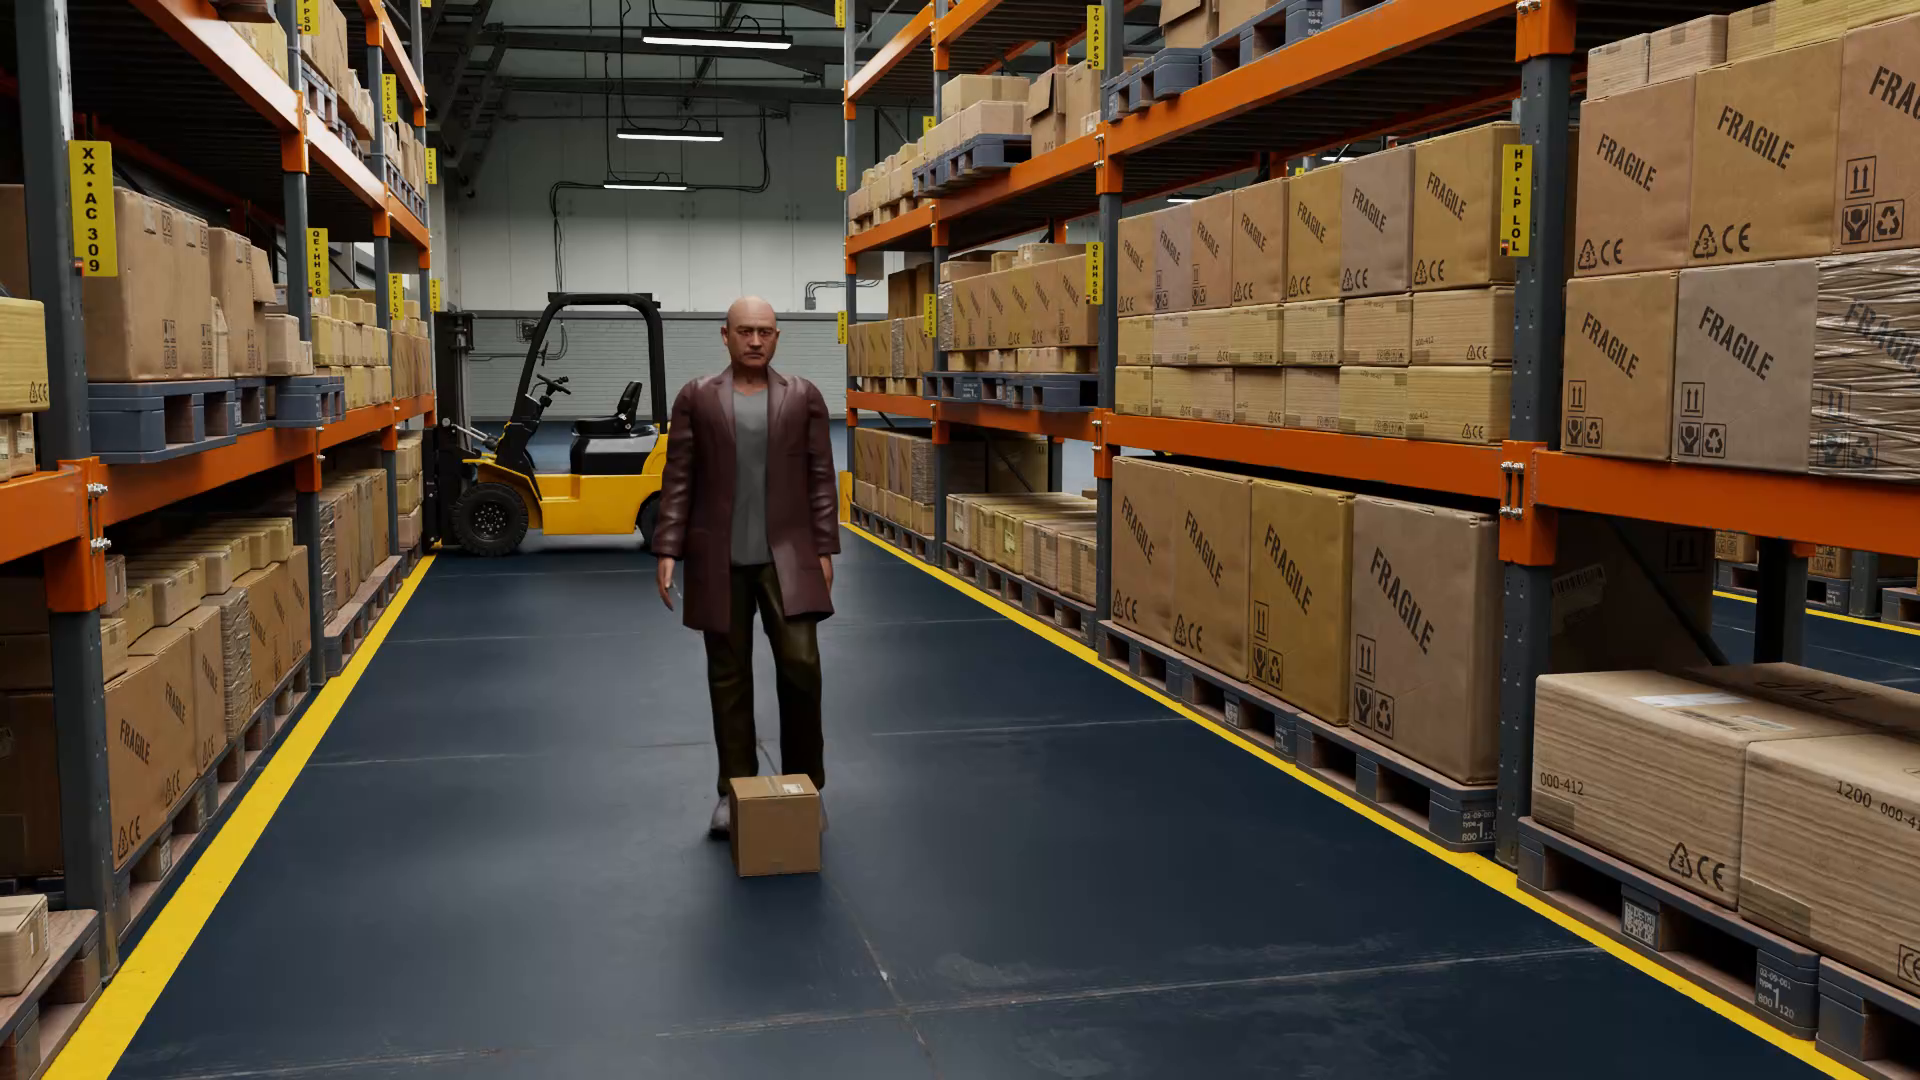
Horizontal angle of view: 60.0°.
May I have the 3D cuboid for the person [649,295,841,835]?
[{"bbox_3d":[-0.721,0.092,5.589,0.639,1.817,0.421,0,6,-4],"label":"person"}]
